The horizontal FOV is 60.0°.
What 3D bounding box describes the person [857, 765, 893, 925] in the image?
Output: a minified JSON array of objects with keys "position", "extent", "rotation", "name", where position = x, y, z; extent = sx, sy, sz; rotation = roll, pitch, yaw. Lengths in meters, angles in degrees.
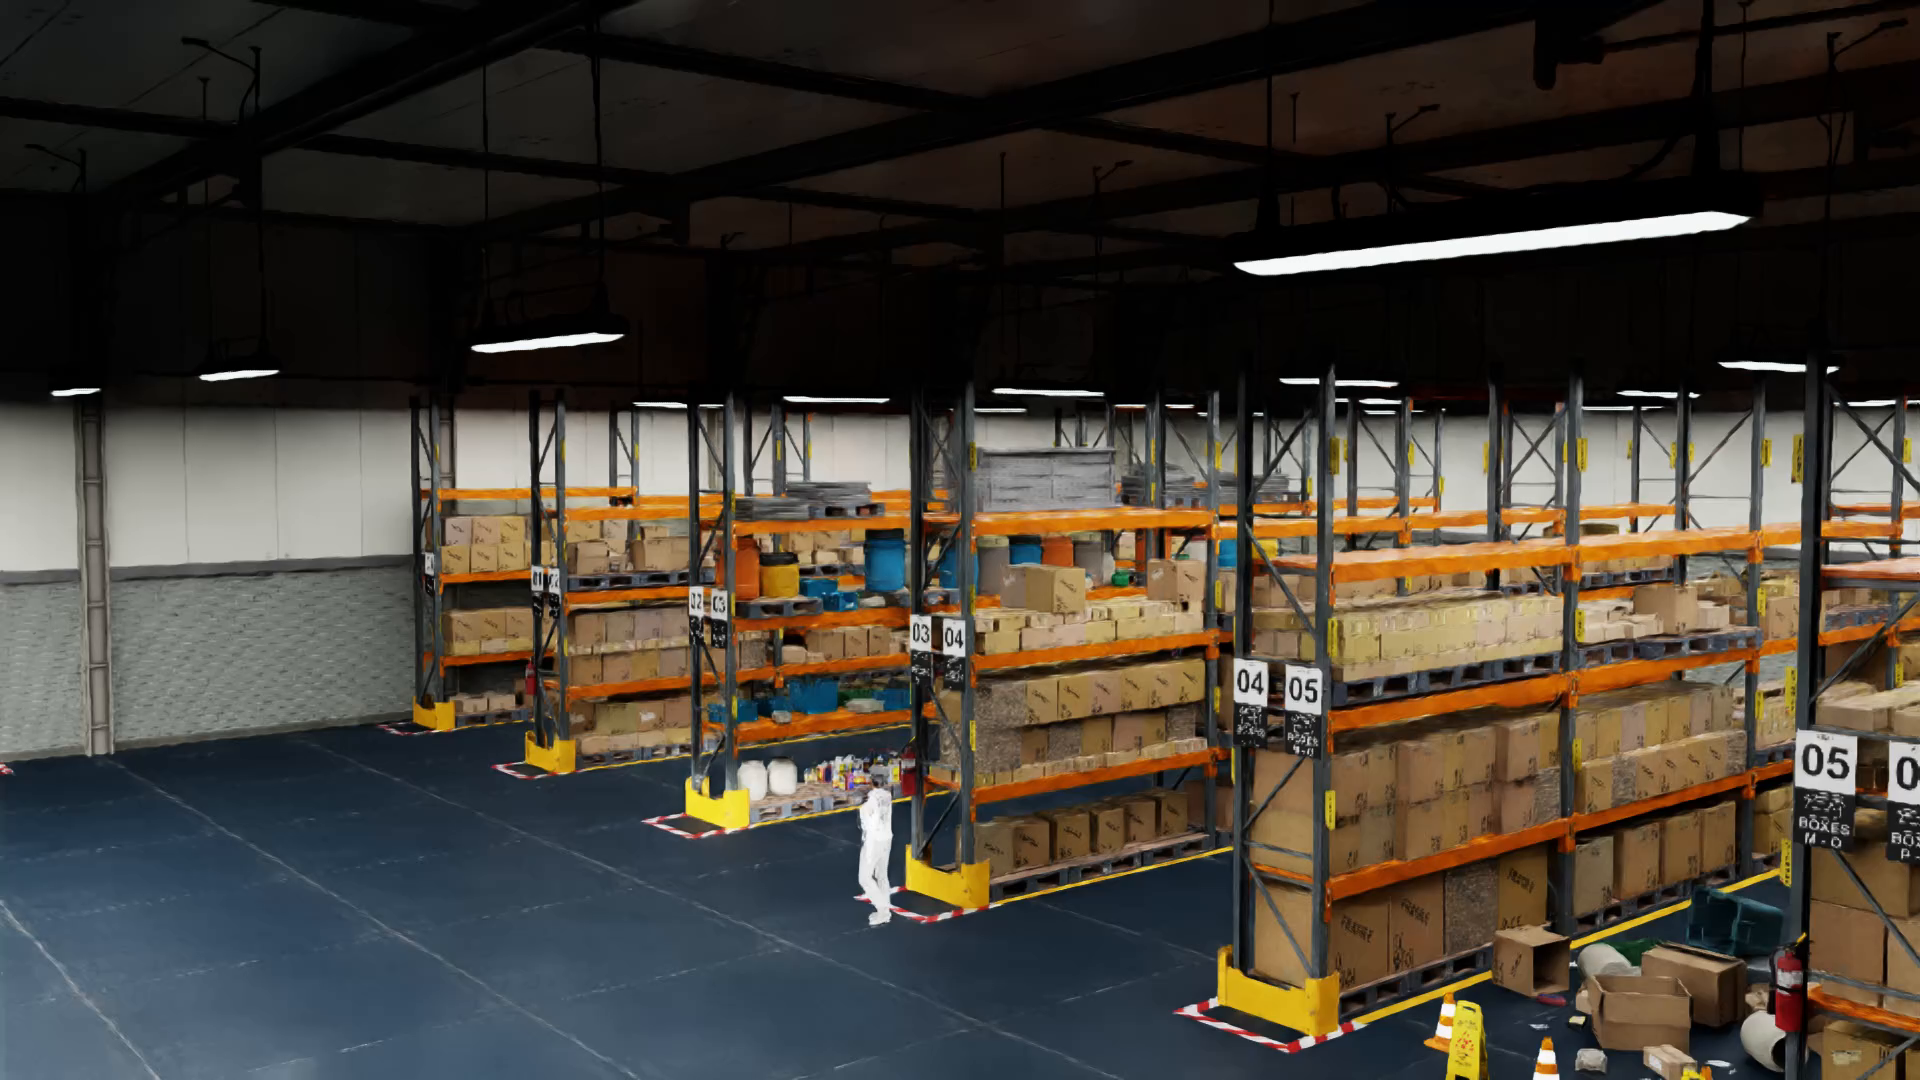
[{"position":[-0.885,3.267,17.846],"extent":[0.401,1.669,0.580],"rotation":[1,4,22],"name":"person"}]
